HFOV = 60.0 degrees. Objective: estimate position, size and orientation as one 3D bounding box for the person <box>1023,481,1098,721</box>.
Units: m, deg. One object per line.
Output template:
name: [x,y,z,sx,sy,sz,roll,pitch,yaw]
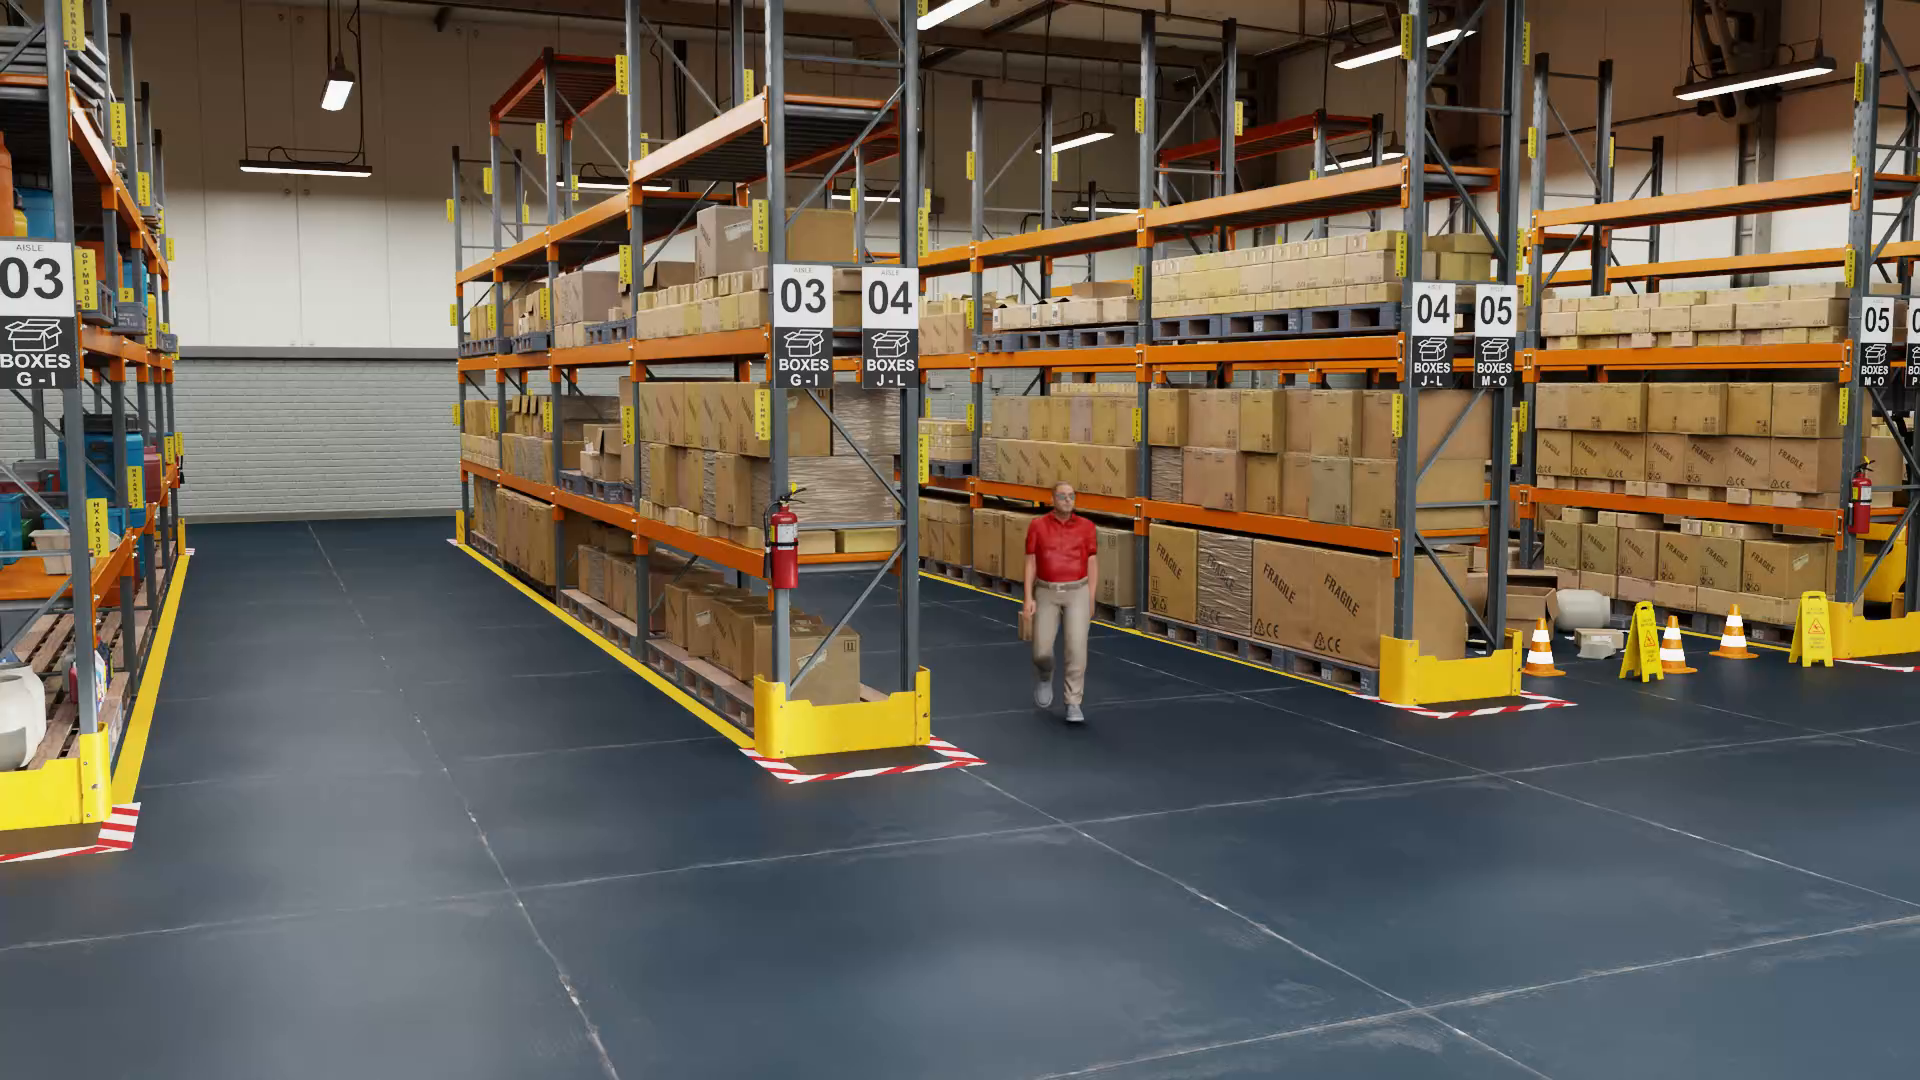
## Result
person: [0.730,0.427,12.082,0.552,1.714,0.605,0,5,-2]
